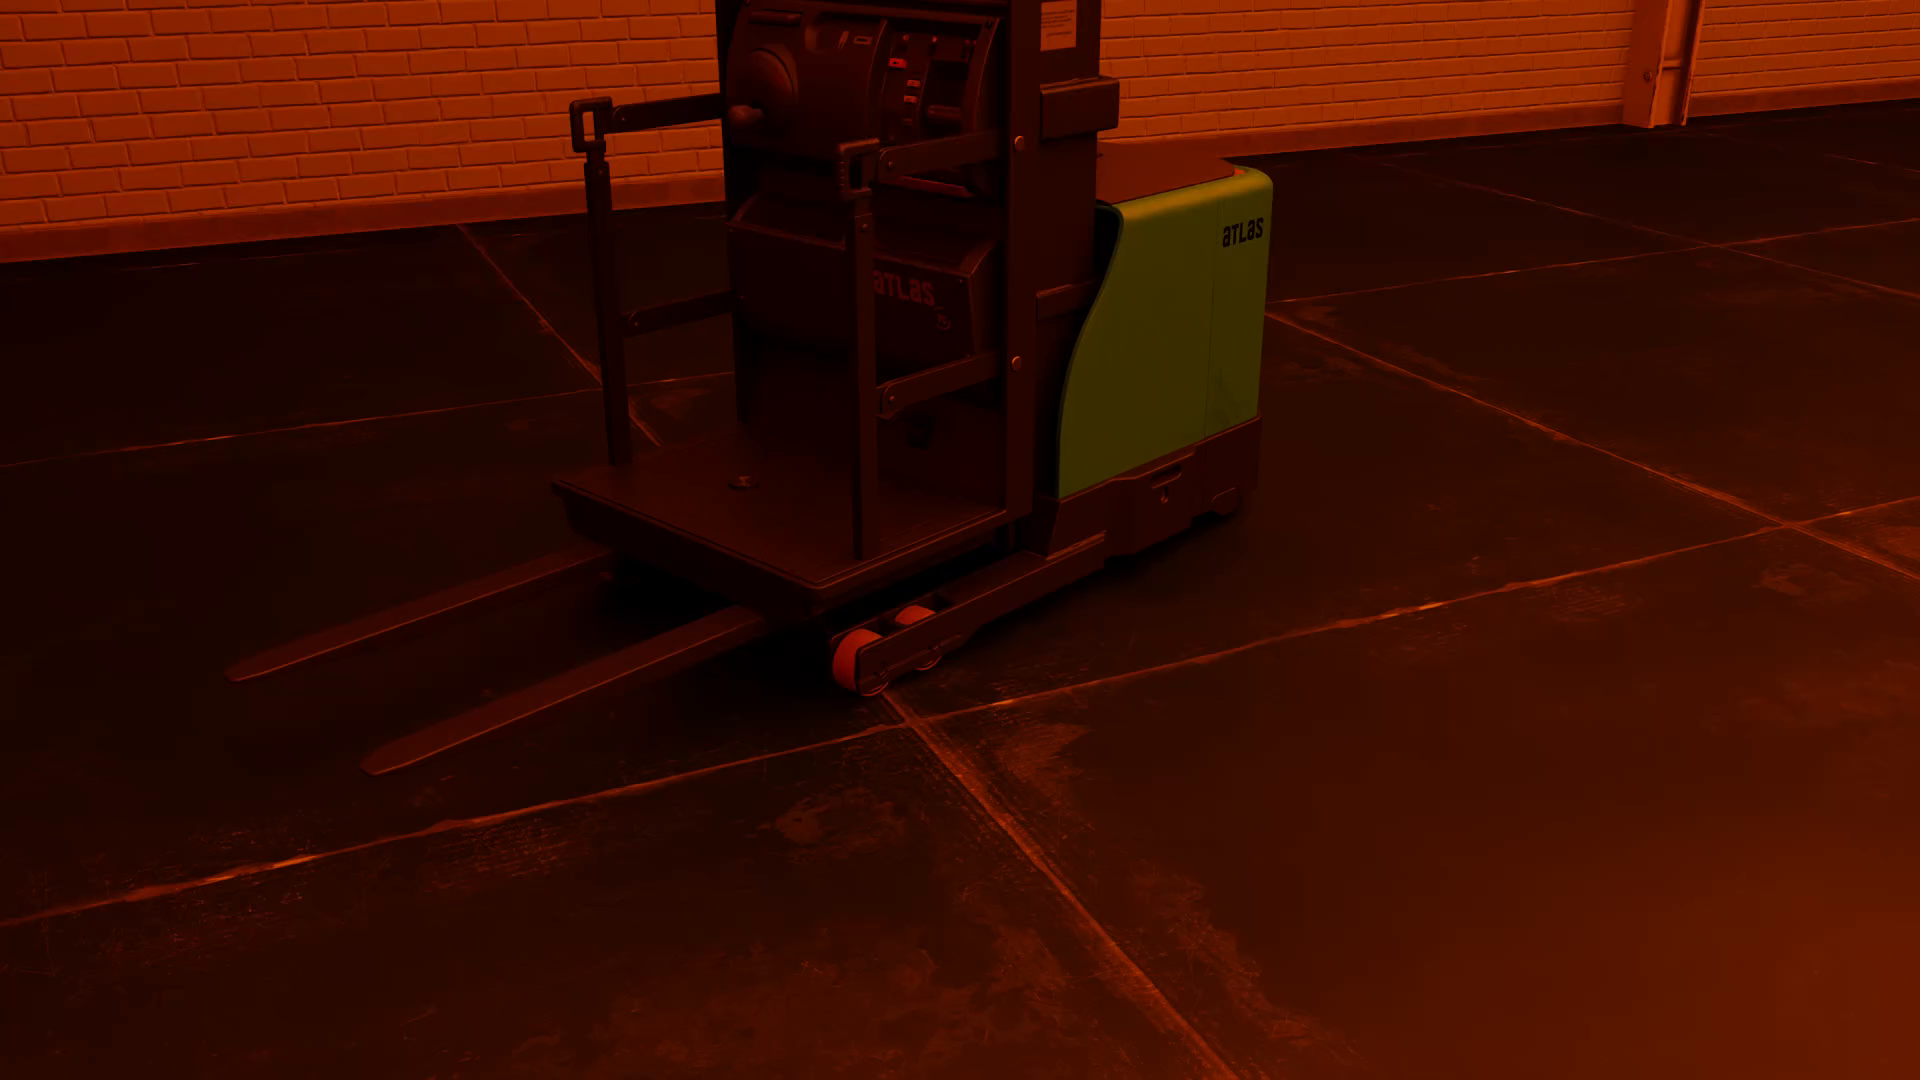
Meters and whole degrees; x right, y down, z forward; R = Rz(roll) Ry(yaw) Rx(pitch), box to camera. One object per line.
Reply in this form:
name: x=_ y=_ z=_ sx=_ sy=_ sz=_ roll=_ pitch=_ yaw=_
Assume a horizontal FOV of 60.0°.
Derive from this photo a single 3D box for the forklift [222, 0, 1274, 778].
forklift: x=-0.413 y=-1.182 z=4.131 sx=1.130 sy=2.935 sz=3.031 roll=19 pitch=29 yaw=39
